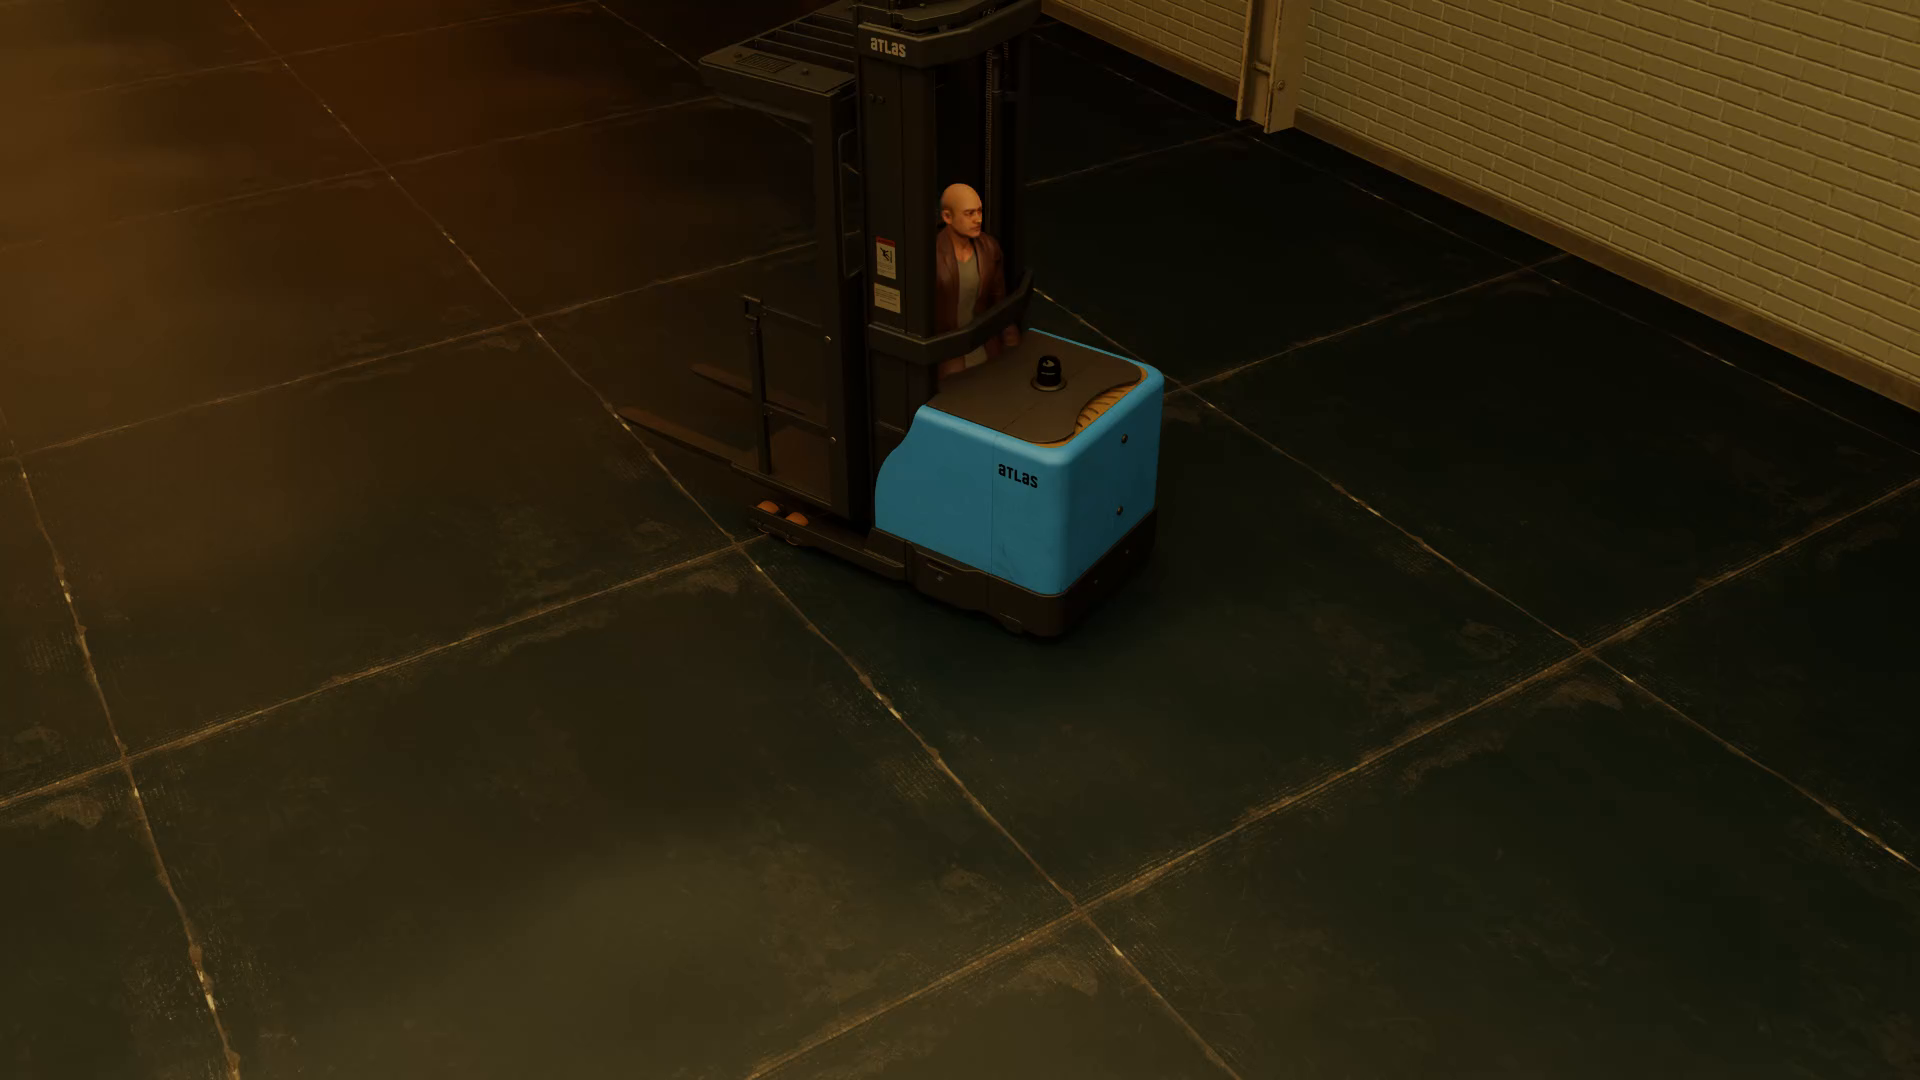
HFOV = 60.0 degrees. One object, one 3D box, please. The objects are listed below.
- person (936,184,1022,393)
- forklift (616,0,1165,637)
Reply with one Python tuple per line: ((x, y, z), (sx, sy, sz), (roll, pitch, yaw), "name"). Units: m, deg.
((0.012, -0.879, 8.046), (0.694, 1.706, 0.449), (-21, 40, -27), "person")
((-0.500, -1.399, 8.138), (3.031, 2.935, 1.130), (22, 41, 28), "forklift")
